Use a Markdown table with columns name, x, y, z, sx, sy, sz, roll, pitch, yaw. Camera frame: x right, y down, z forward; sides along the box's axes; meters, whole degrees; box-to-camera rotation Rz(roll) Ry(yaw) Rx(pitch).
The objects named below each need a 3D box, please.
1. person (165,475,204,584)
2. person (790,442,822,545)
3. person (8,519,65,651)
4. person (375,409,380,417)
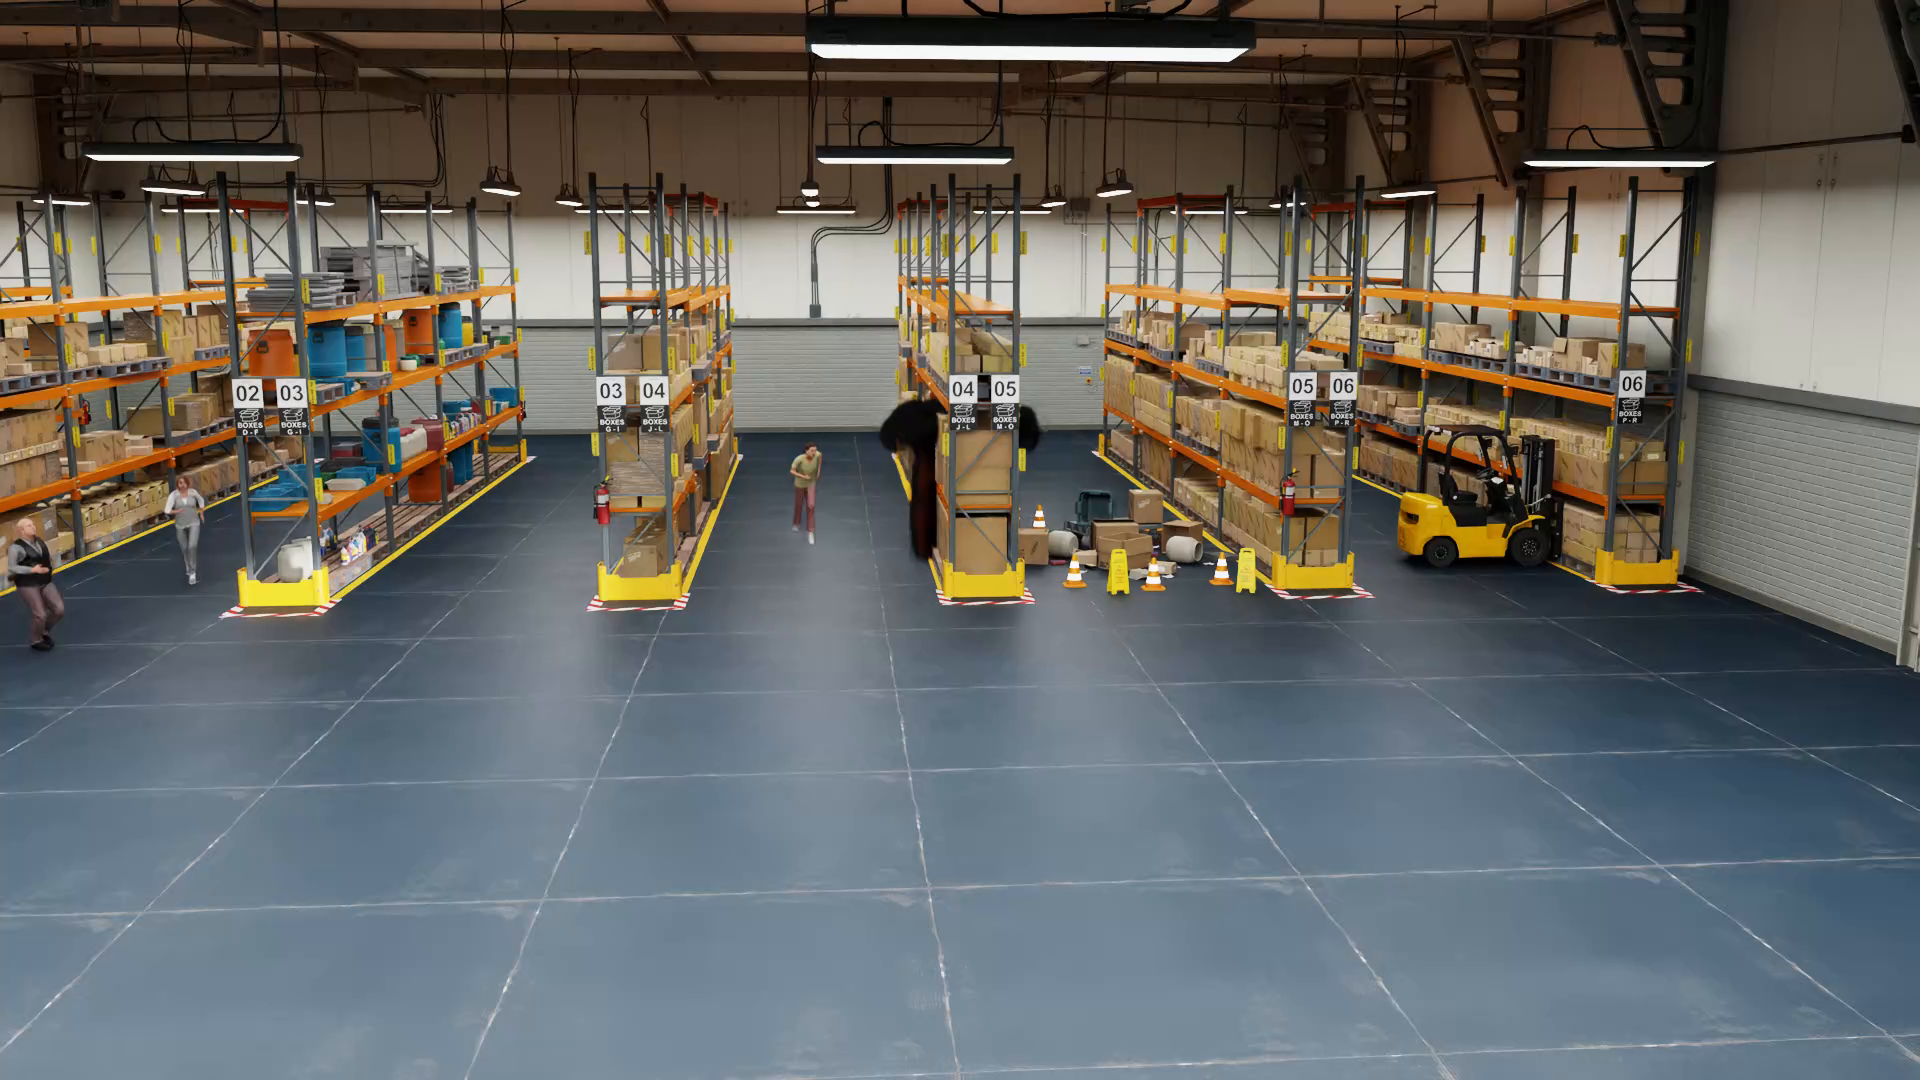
| name | x | y | z | sx | sy | sz | roll | pitch | yaw |
| --- | --- | --- | --- | --- | --- | --- | --- | --- | --- |
| person | -11.648 | -0.196 | 25.035 | 0.518 | 1.604 | 0.861 | -3 | 11 | -19 |
| person | -2.558 | -0.815 | 27.360 | 0.612 | 1.681 | 0.905 | -5 | 11 | -25 |
| person | -11.462 | 0.570 | 20.678 | 0.565 | 1.695 | 0.641 | 3 | 10 | 17 |
| person | -12.651 | -2.155 | 36.546 | 0.545 | 1.494 | 0.841 | -2 | 10 | -12 |
